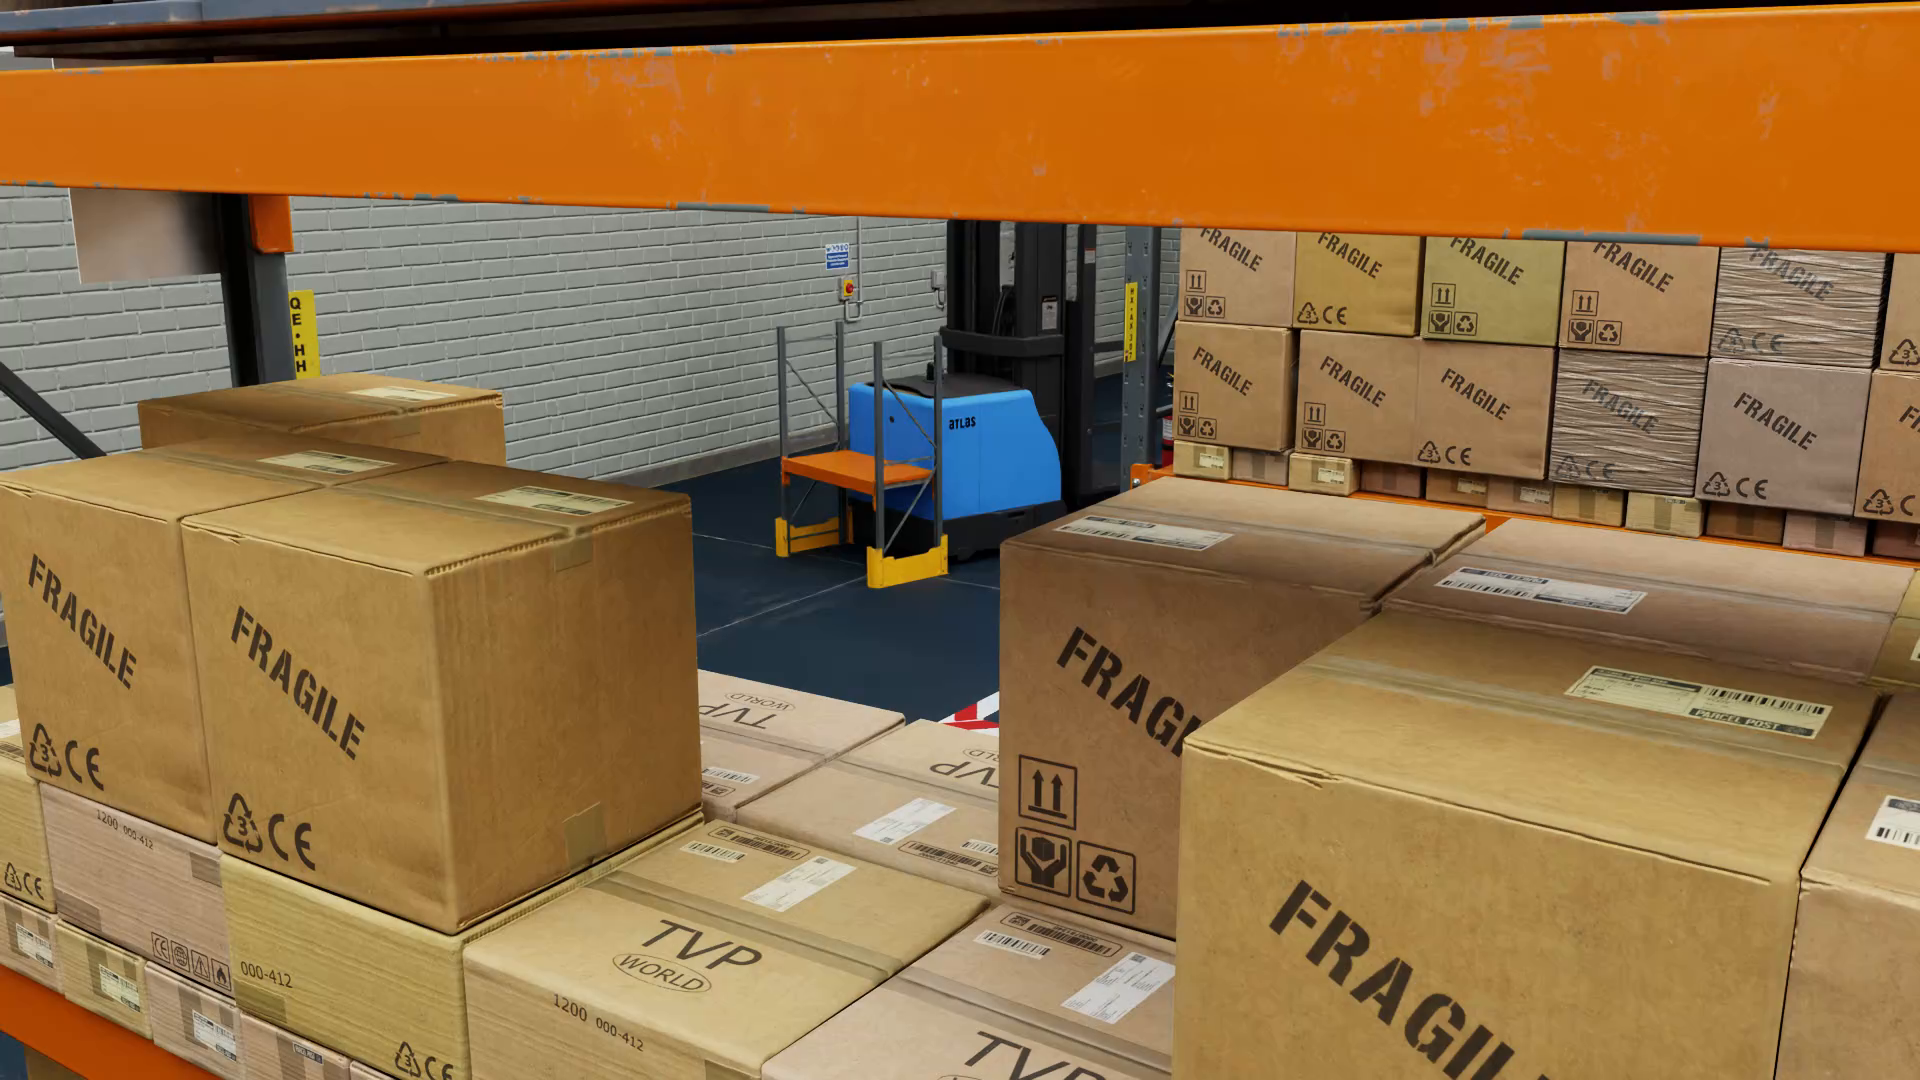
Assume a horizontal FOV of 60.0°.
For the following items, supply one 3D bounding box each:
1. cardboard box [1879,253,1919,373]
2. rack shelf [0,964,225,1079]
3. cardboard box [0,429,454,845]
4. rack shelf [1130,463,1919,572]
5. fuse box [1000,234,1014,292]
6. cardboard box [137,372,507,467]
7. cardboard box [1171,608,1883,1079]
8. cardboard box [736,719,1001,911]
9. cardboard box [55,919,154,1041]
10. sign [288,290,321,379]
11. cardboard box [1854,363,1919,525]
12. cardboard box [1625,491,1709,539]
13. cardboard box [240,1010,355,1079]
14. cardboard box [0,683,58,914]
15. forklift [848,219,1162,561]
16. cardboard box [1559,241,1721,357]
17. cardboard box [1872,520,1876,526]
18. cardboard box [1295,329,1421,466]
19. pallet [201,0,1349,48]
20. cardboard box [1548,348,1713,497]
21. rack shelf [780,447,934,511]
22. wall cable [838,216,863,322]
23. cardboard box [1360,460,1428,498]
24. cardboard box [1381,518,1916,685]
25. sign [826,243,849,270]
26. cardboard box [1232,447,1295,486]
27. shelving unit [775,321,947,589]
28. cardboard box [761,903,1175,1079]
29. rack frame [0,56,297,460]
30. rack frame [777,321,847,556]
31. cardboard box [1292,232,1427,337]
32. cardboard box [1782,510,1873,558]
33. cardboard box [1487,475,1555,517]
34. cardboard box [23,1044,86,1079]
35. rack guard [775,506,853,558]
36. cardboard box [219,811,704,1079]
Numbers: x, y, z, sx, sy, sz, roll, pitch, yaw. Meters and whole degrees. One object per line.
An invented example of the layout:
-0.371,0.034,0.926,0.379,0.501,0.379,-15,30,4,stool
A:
3.366,-0.819,5.483,0.500,0.500,0.500,9,16,31,cardboard box
-0.173,0.993,2.568,4.000,0.370,1.077,9,17,33,rack shelf
-1.170,0.125,2.709,0.500,0.500,0.500,9,16,31,cardboard box
2.679,0.017,6.508,4.000,0.370,1.077,9,17,33,rack shelf
0.300,-2.126,16.351,0.414,1.711,0.539,9,17,33,fuse box
-1.282,-0.047,3.405,0.500,0.500,0.500,9,17,33,cardboard box
0.542,0.400,1.598,0.500,0.500,0.500,9,17,33,cardboard box
-0.005,0.521,2.669,0.500,0.250,0.500,9,17,33,cardboard box
-1.296,0.679,2.861,0.250,0.149,0.380,9,16,31,cardboard box
-1.518,-0.408,3.827,0.005,0.325,0.100,9,17,33,sign
3.349,-0.335,5.607,0.500,0.500,0.500,9,16,31,cardboard box
2.634,-0.129,6.124,0.250,0.149,0.380,10,17,34,cardboard box
-0.868,0.748,2.582,0.250,0.149,0.380,9,16,32,cardboard box
-1.585,0.422,3.070,0.500,0.250,0.500,9,16,31,cardboard box
0.718,-1.552,11.493,3.031,2.935,1.130,-11,17,-36,forklift
2.510,-0.957,6.039,0.500,0.500,0.500,9,16,31,cardboard box
3.385,-0.175,6.309,0.250,0.149,0.380,10,17,34,cardboard box
1.696,-0.611,6.722,0.500,0.500,0.500,9,17,33,cardboard box
-0.195,-0.777,2.161,1.213,0.211,1.003,9,17,33,pallet
2.522,-0.476,6.175,0.500,0.500,0.500,9,16,31,cardboard box
-0.636,-0.395,10.546,0.538,0.185,1.000,-11,18,-39,rack shelf
-0.994,-2.861,14.457,0.123,1.953,0.585,9,17,33,wall cable
1.825,-0.289,6.772,0.250,0.149,0.380,10,17,35,cardboard box
0.828,0.293,2.028,0.500,0.500,0.500,9,17,33,cardboard box
-1.071,-2.482,14.545,0.001,0.218,0.327,9,17,33,sign
1.340,-0.344,6.991,0.250,0.149,0.380,10,17,35,cardboard box
-0.642,-0.571,10.510,0.587,1.500,1.083,-11,18,-39,shelving unit
0.119,0.696,1.963,0.500,0.250,0.500,10,17,34,cardboard box
-1.831,0.375,3.568,0.053,2.616,0.949,9,17,33,rack frame
-0.963,-0.663,10.881,0.500,1.500,0.032,-11,18,-39,rack frame
1.666,-1.099,6.612,0.500,0.500,0.500,10,17,34,cardboard box
3.066,-0.064,5.862,0.250,0.149,0.380,8,16,30,cardboard box
2.225,-0.209,6.449,0.250,0.149,0.380,9,16,32,cardboard box
-1.257,1.273,3.487,0.875,0.875,0.875,9,17,33,cardboard box
-0.962,-0.056,11.031,0.587,0.250,0.087,-11,18,-39,rack guard
-0.735,0.558,2.518,0.500,0.250,0.500,9,16,31,cardboard box
